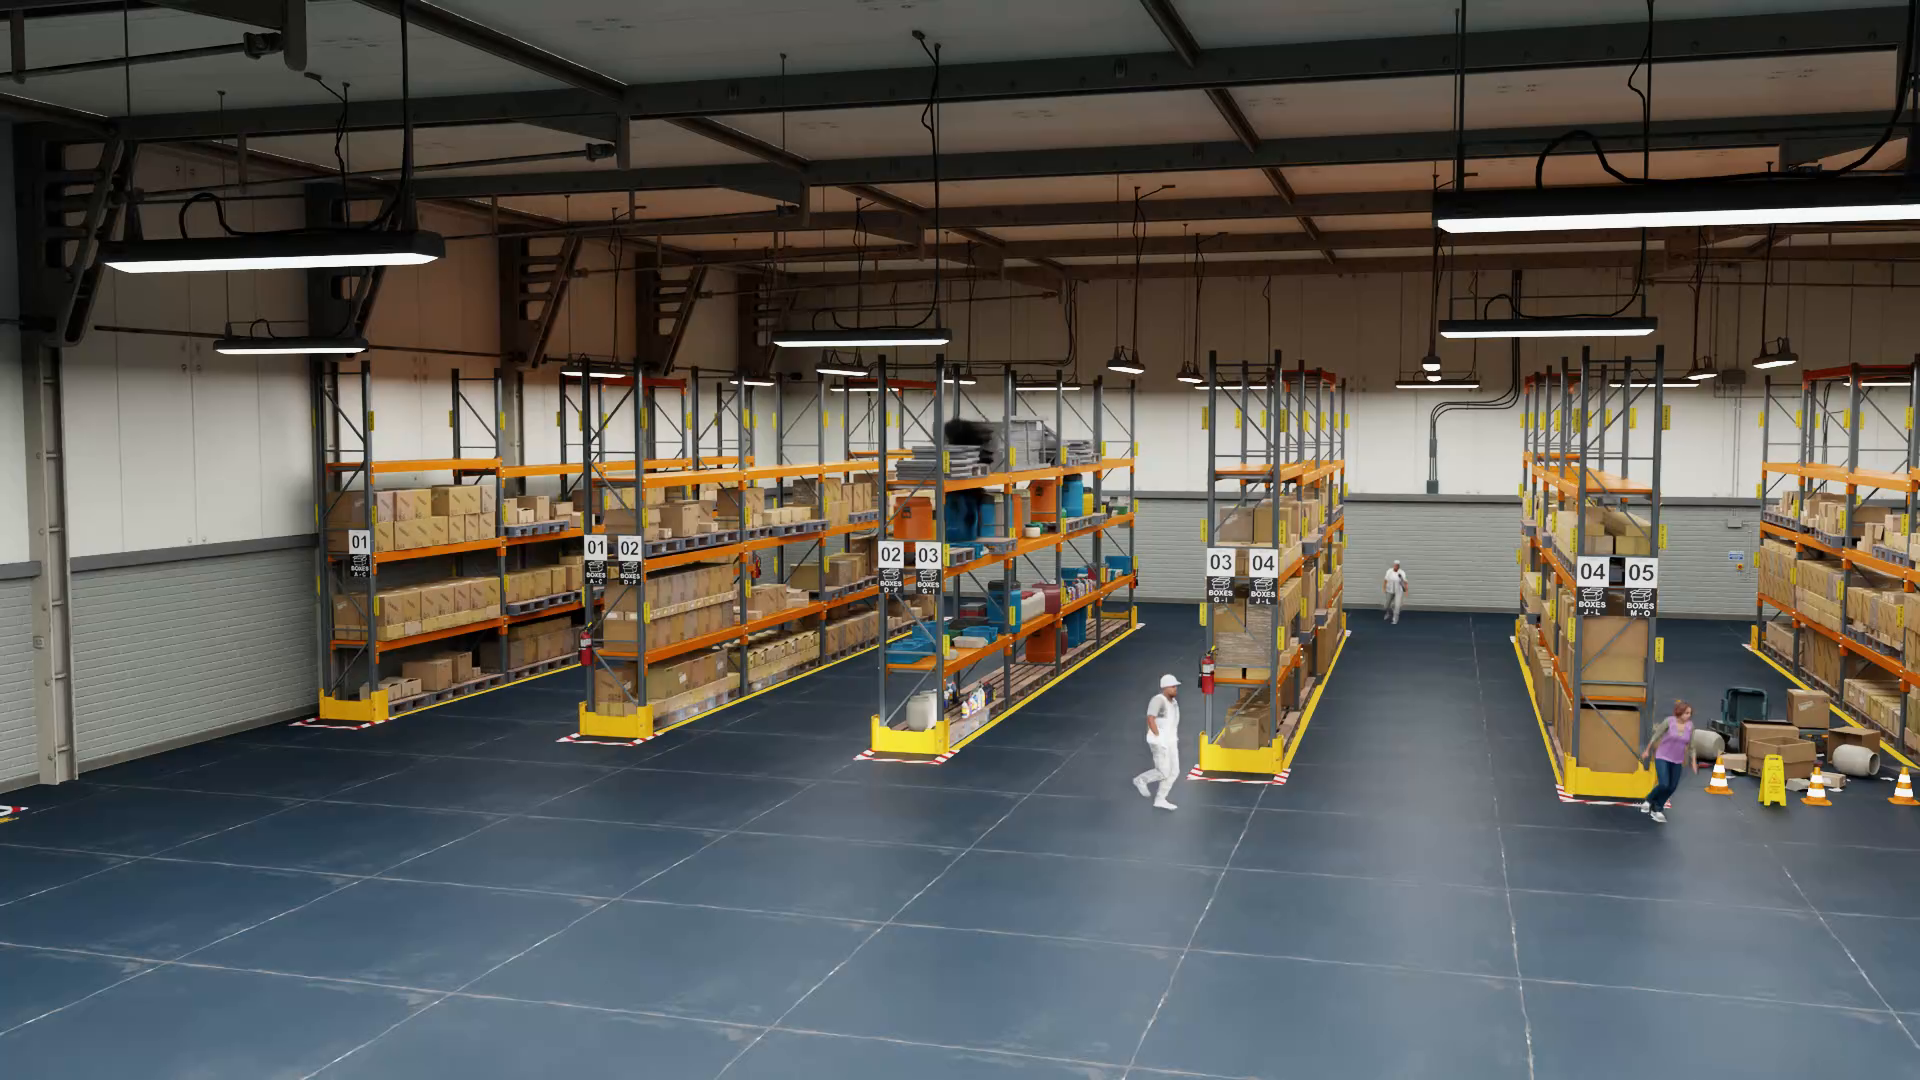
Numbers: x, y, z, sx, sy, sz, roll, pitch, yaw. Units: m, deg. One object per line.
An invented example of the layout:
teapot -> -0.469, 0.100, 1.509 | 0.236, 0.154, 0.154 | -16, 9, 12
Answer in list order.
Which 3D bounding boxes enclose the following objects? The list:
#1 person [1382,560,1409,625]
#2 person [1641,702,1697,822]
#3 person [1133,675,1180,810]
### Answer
person -> 10.765, 1.275, 41.039 | 0.655, 1.602, 0.741 | 2, 4, 22
person -> 8.831, 2.759, 20.717 | 0.543, 1.545, 0.543 | 0, 4, -7
person -> 2.541, 2.602, 21.558 | 0.657, 1.747, 0.706 | 3, 5, 37
